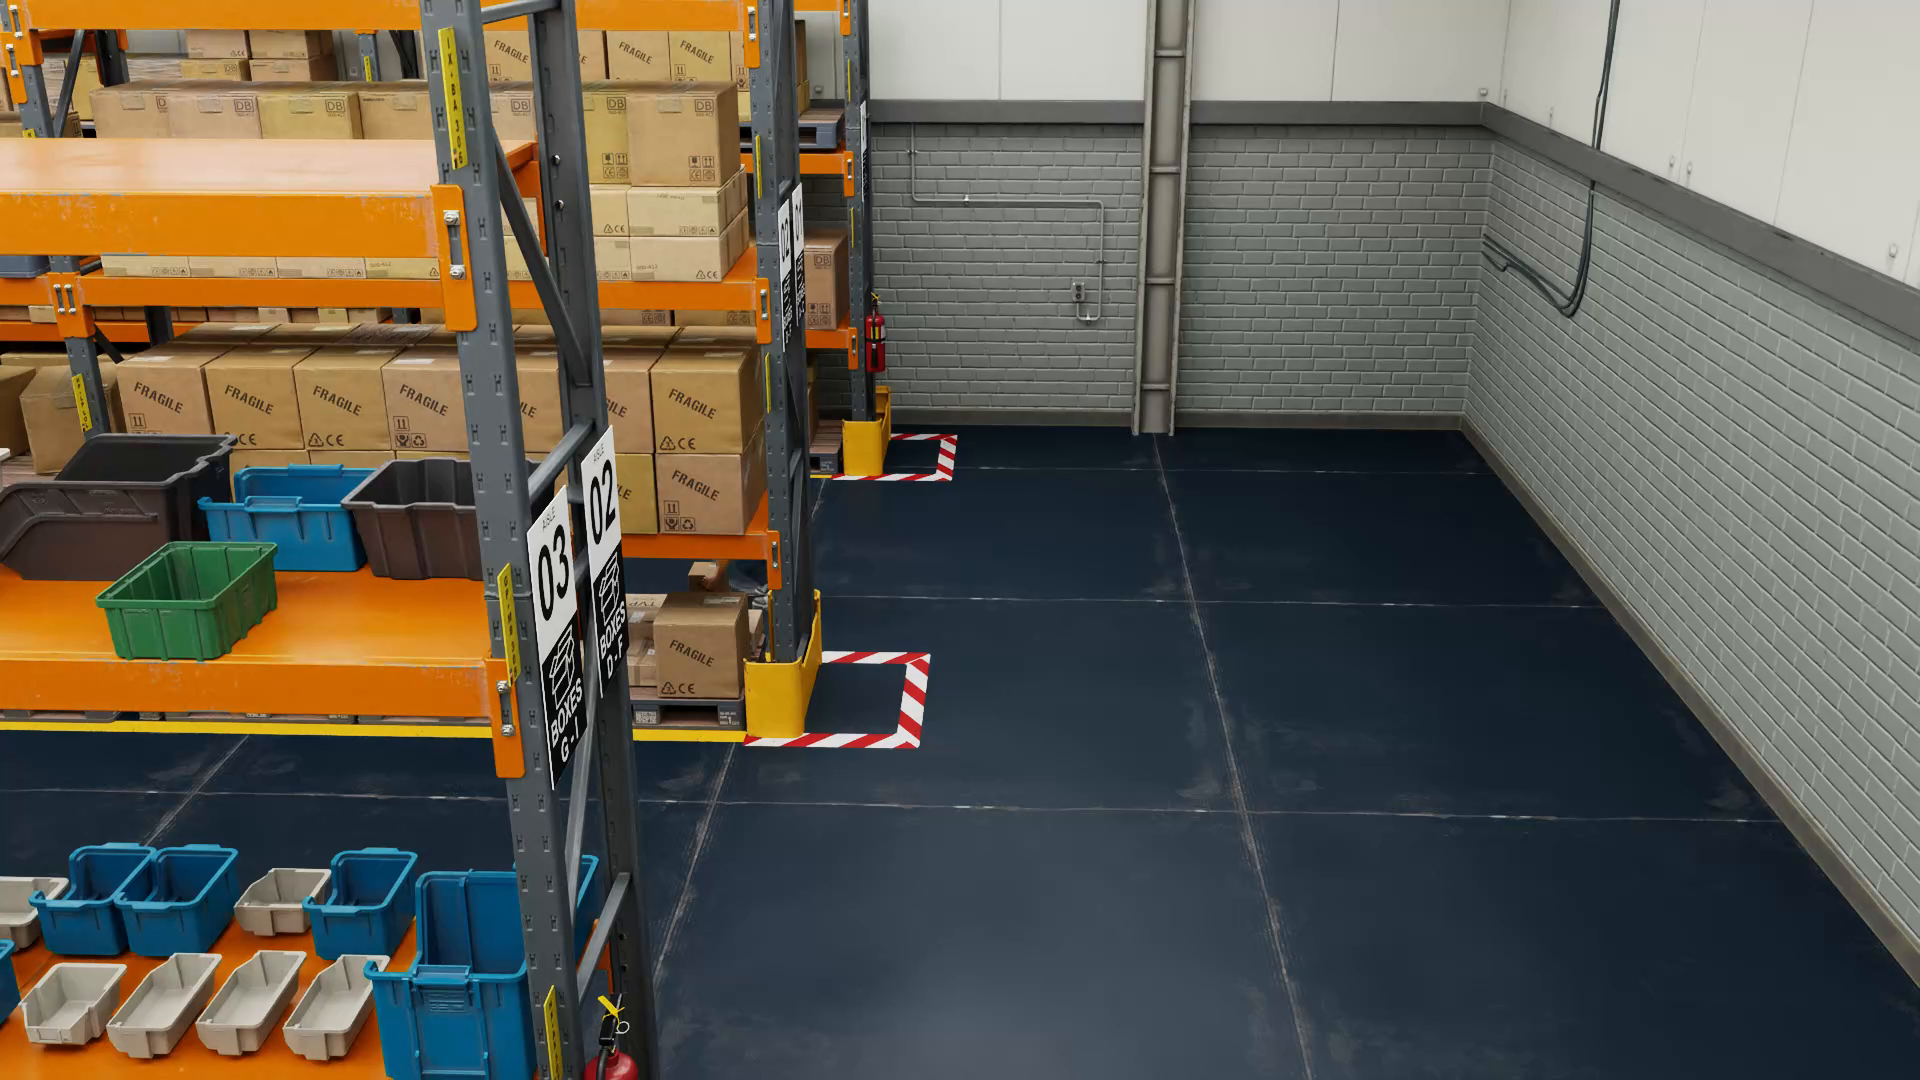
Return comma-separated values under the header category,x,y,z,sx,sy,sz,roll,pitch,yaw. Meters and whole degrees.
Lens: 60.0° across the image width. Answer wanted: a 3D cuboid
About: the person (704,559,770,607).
category,x,y,z,sx,sy,sz,roll,pitch,yaw
person,-1.464,0.023,11.998,0.792,0.907,0.447,-1,21,-2
